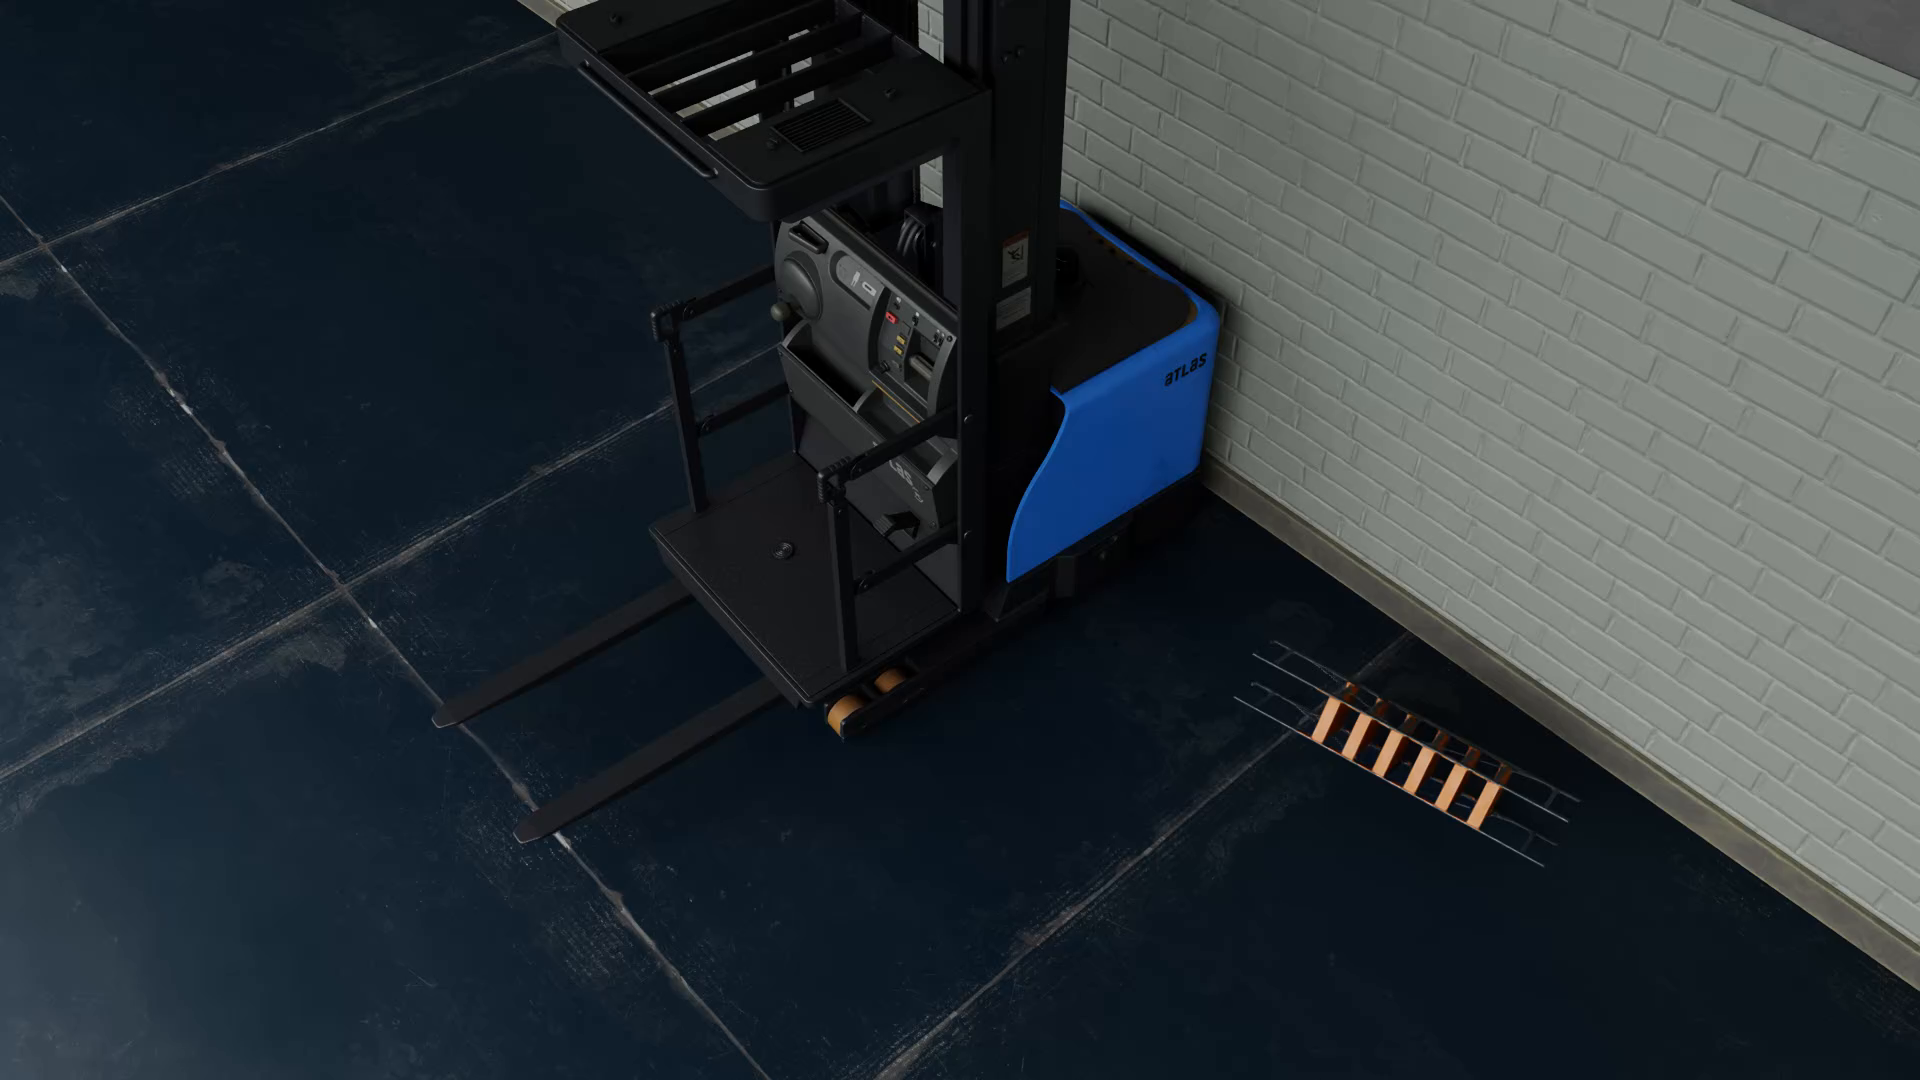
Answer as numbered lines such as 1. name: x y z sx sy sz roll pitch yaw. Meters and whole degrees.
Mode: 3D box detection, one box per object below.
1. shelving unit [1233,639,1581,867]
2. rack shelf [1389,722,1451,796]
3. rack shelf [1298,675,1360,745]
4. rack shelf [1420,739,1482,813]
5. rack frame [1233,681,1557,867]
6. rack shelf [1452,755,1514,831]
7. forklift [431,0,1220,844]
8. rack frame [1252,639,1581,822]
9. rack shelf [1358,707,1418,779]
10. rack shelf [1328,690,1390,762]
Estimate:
1. shelving unit: 1.573 0.737 5.915 1.200 0.189 0.258 29 22 23
2. rack shelf: 1.635 0.770 5.886 0.103 0.180 0.258 29 22 23
3. rack shelf: 1.343 0.611 6.024 0.103 0.180 0.258 29 22 23
4. rack shelf: 1.732 0.823 5.840 0.103 0.180 0.258 29 22 23
5. rack frame: 1.545 0.817 5.947 1.200 0.006 0.240 29 22 23
6. rack shelf: 1.829 0.876 5.794 0.103 0.180 0.258 29 22 23
7. forklift: -0.490 -0.709 5.463 3.031 2.935 1.130 -30 54 -25
8. rack frame: 1.602 0.656 5.883 1.200 0.006 0.240 29 22 23
9. rack shelf: 1.537 0.717 5.932 0.103 0.180 0.258 29 22 23
10. rack shelf: 1.440 0.664 5.978 0.103 0.180 0.258 29 22 23
